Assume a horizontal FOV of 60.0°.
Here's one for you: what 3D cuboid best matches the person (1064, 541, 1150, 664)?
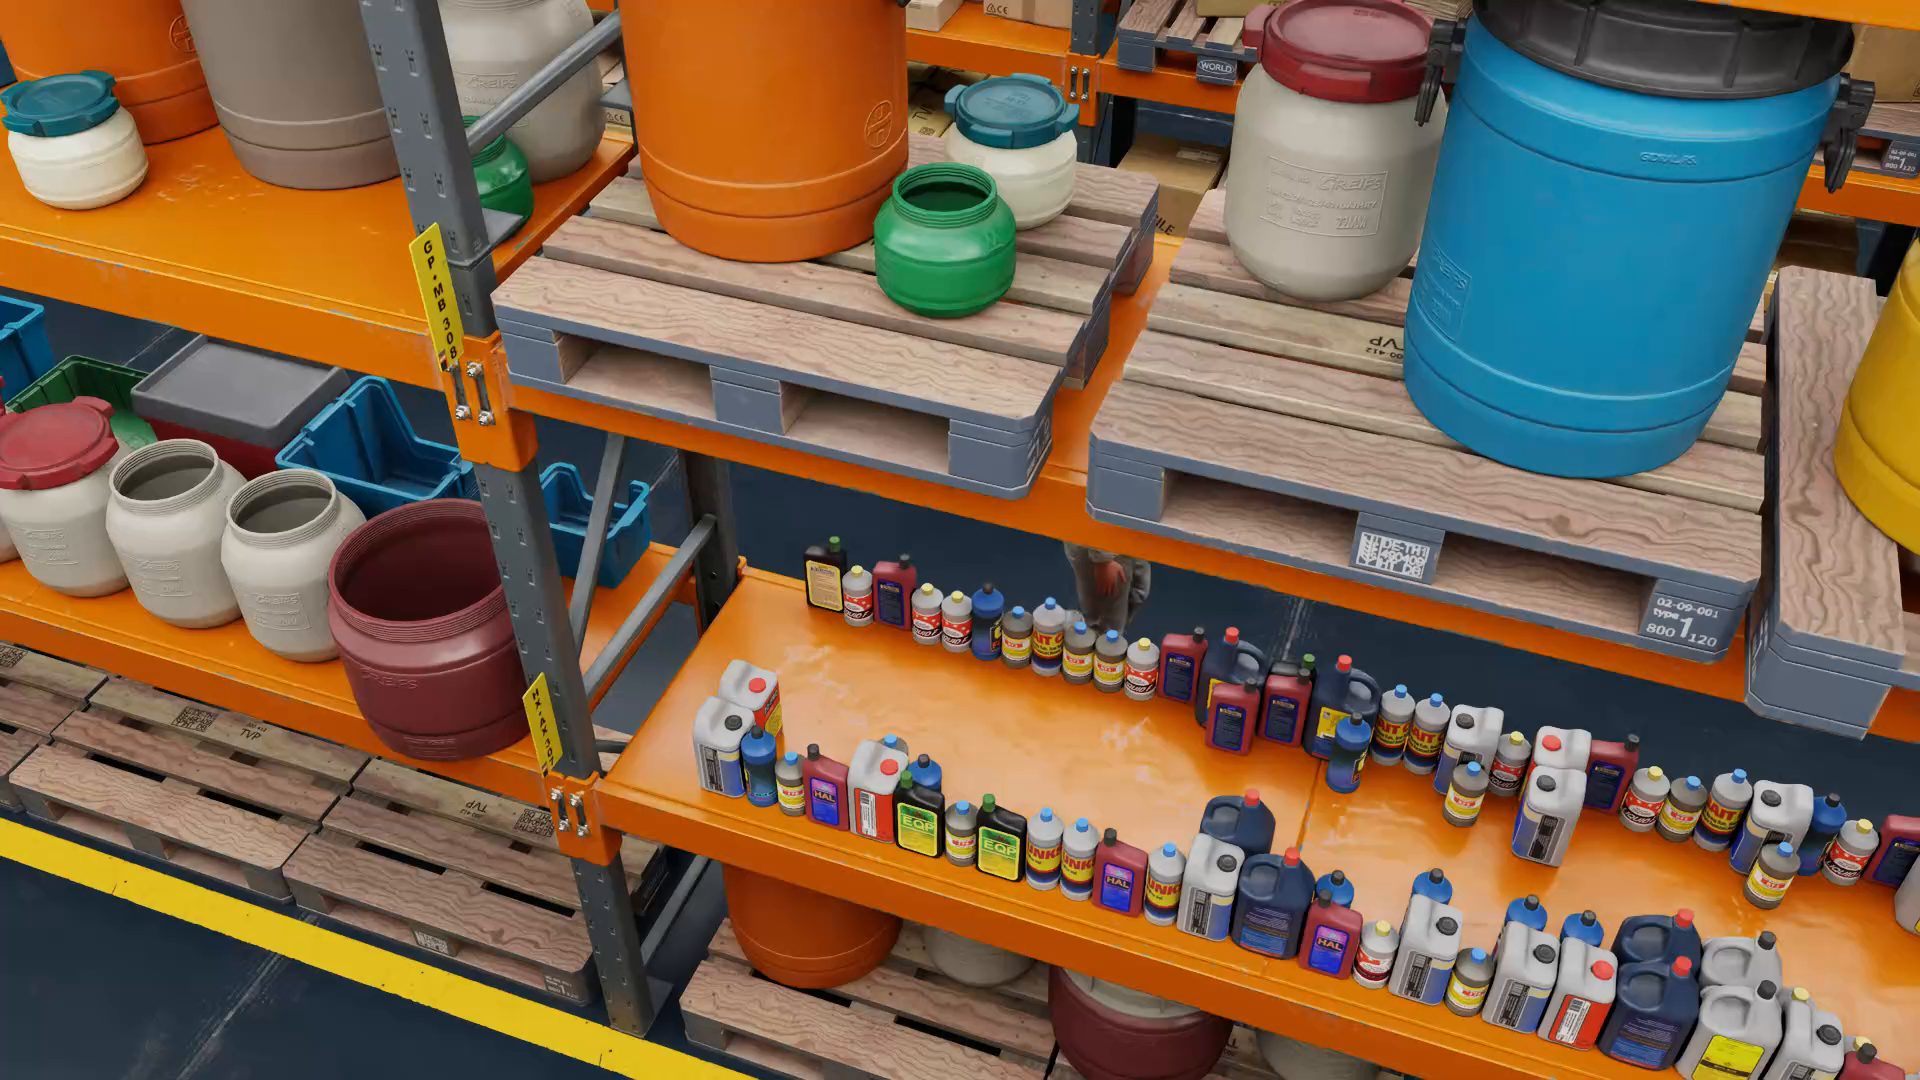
[{"bbox_3d":[0.486,-0.081,6.220,0.704,1.755,0.585,11,42,12],"label":"person"}]
